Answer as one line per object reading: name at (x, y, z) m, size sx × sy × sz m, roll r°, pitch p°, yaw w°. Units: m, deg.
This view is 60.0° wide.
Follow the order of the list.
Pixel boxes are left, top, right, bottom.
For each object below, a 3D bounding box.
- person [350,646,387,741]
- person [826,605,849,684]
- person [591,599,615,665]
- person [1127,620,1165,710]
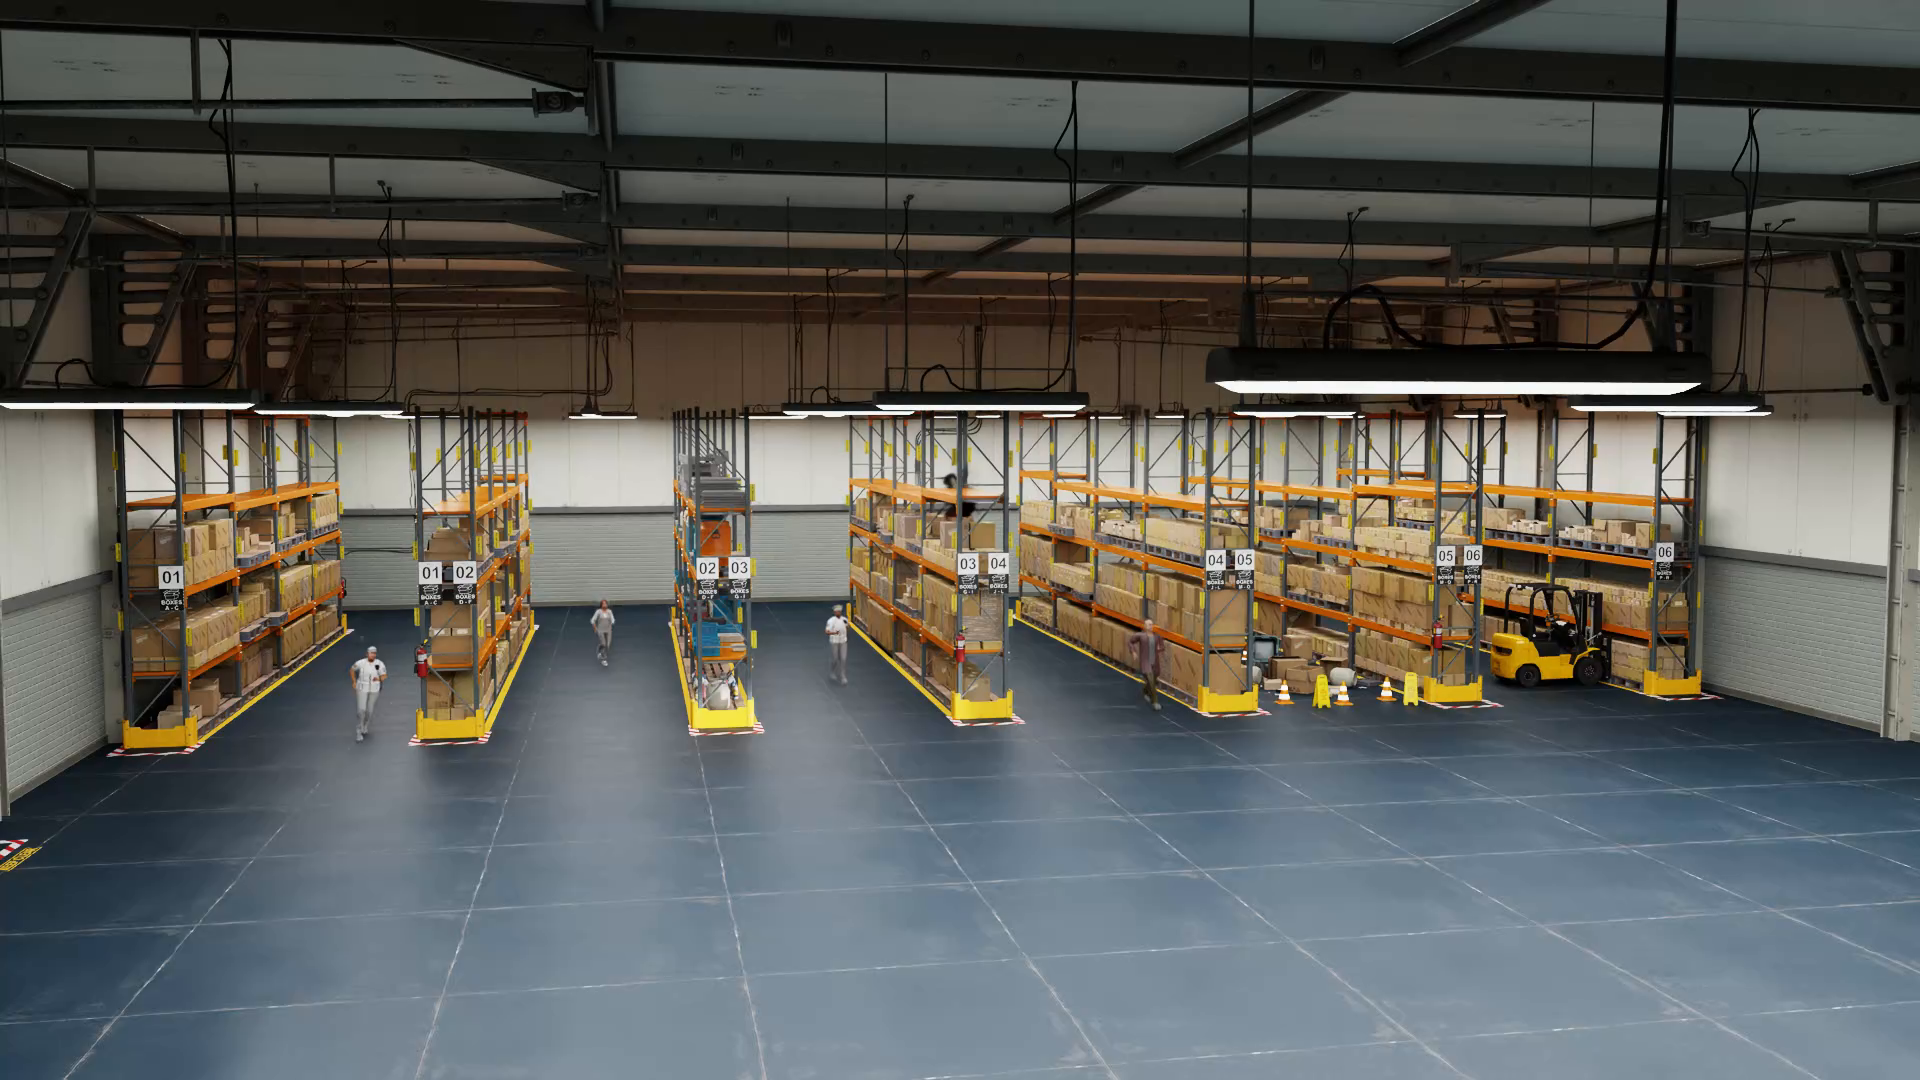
person at (-10.741, 2.775, 30.228) m, size 0.601 × 1.707 × 0.780 m, roll -2°, pitch 5°, yaw -29°
person at (-2.664, 2.260, 36.436) m, size 0.581 × 1.699 × 0.876 m, roll -1°, pitch 4°, yaw -19°
person at (-8.345, 2.173, 39.028) m, size 0.530 × 1.558 × 0.537 m, roll -2°, pitch 5°, yaw -27°
person at (3.803, 2.456, 33.245) m, size 0.717 × 1.712 × 1.122 m, roll -2°, pitch 4°, yaw -21°
